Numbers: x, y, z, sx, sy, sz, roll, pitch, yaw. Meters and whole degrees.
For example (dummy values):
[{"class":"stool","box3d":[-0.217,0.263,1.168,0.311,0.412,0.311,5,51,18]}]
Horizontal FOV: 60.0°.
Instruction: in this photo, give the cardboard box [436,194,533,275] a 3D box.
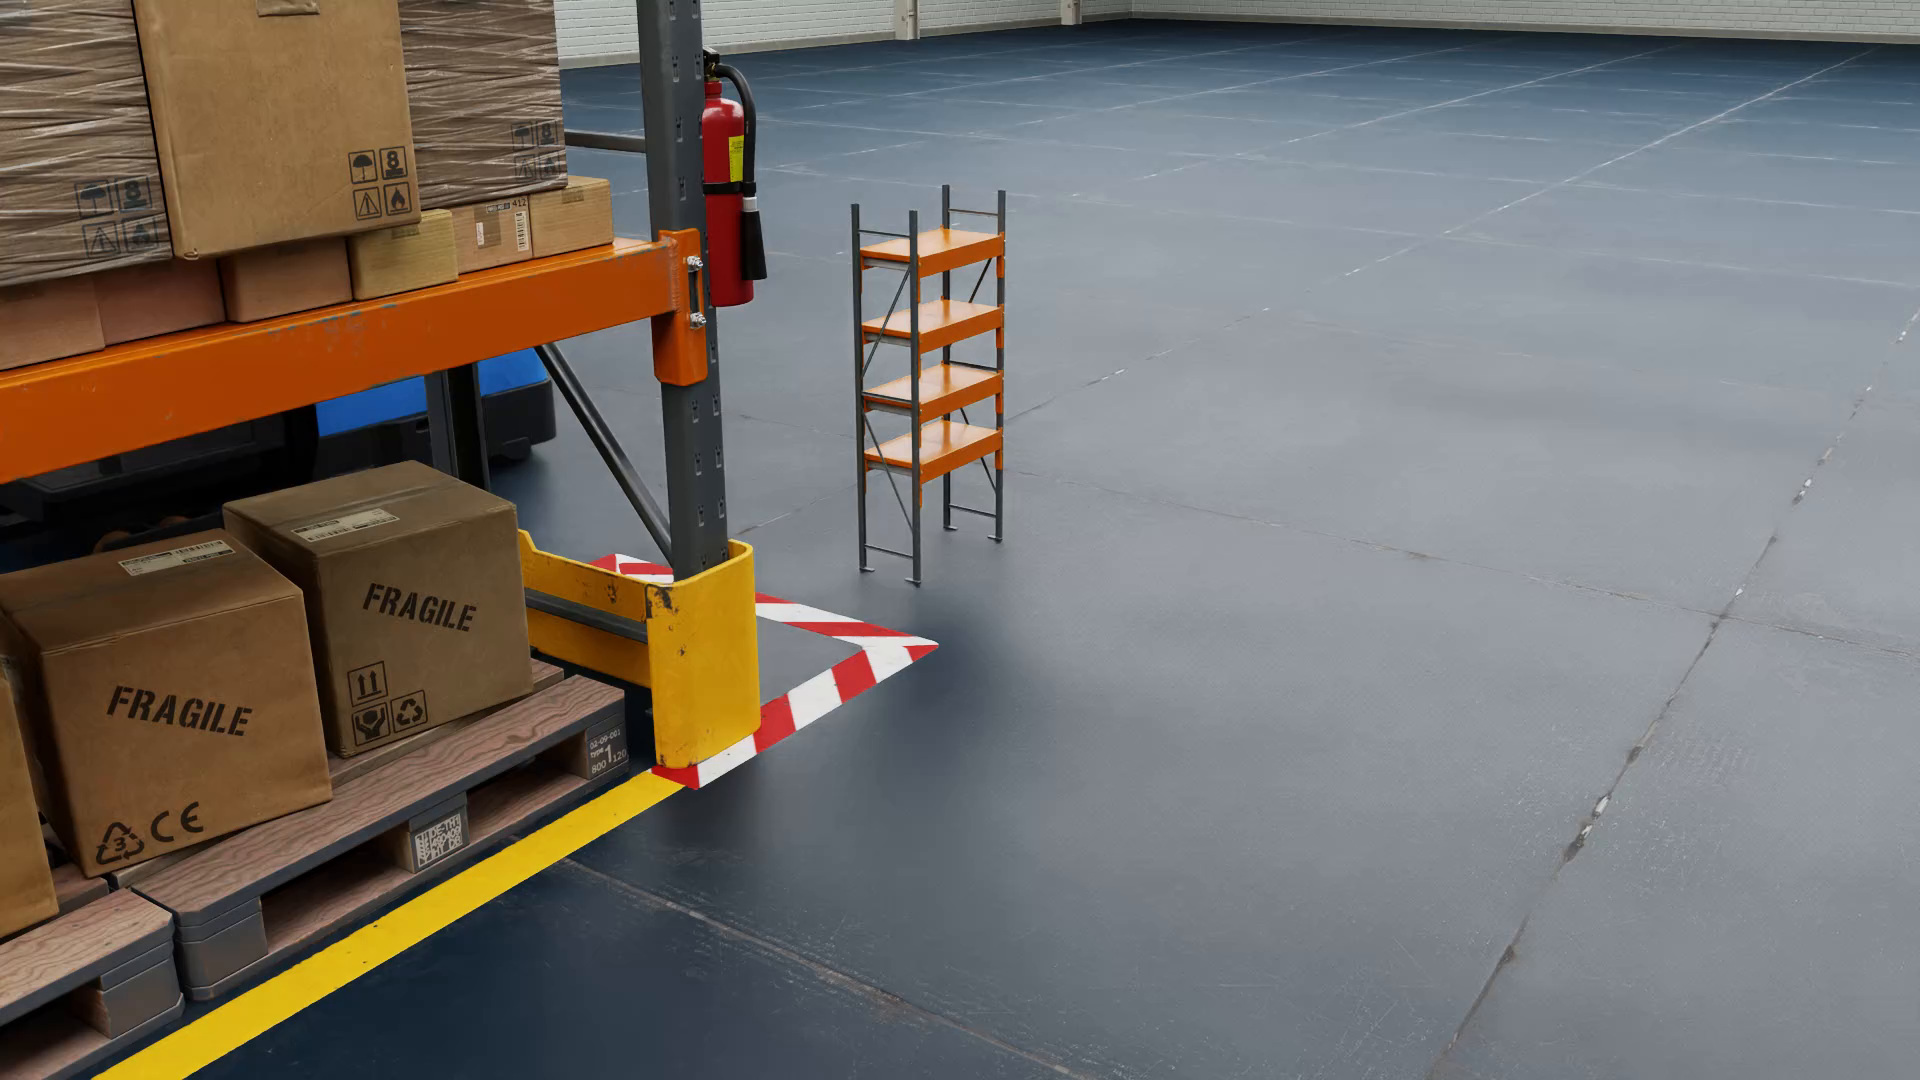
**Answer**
[{"class":"cardboard box","box3d":[-1.173,-0.693,3.678,0.380,0.149,0.250,13,24,32]}]

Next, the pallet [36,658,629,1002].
[{"class":"pallet","box3d":[-1.571,0.551,3.971,1.003,0.211,1.213,13,24,32]}]

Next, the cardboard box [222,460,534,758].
[{"class":"cardboard box","box3d":[-1.407,0.147,4.043,0.500,0.500,0.500,19,28,42]}]

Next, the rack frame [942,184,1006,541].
[{"class":"rack frame","box3d":[0.044,-0.585,5.618,0.240,1.200,0.015,13,24,32]}]

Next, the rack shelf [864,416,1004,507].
[{"class":"rack shelf","box3d":[-0.093,-0.266,5.521,0.258,0.148,0.480,13,24,32]}]

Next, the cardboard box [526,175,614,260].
[{"class":"cardboard box","box3d":[-1.032,-0.765,3.871,0.380,0.149,0.250,13,24,32]}]

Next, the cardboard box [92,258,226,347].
[{"class":"cardboard box","box3d":[-1.599,-0.479,3.099,0.380,0.149,0.250,13,24,32]}]

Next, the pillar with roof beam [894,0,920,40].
[{"class":"pillar with roof beam","box3d":[2.569,-12.741,27.237,9.100,9.000,0.400,13,24,32]}]

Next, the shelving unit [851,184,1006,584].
[{"class":"shelving unit","box3d":[-0.093,-0.515,5.428,0.258,1.200,0.503,13,24,32]}]

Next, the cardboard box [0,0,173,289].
[{"class":"cardboard box","box3d":[-1.873,-0.737,2.860,0.875,0.500,0.500,13,24,32]}]

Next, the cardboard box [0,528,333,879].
[{"class":"cardboard box","box3d":[-1.715,0.325,3.561,0.500,0.500,0.500,-17,26,-38]}]

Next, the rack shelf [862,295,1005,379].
[{"class":"rack shelf","box3d":[-0.093,-0.662,5.374,0.258,0.148,0.480,13,24,32]}]

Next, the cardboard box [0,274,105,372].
[{"class":"cardboard box","box3d":[-1.721,-0.403,2.893,0.380,0.149,0.250,13,24,32]}]

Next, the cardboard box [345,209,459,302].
[{"class":"cardboard box","box3d":[-1.271,-0.612,3.457,0.380,0.149,0.250,13,24,32]}]

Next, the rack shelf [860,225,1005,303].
[{"class":"rack shelf","box3d":[-0.093,-0.884,5.292,0.258,0.148,0.480,13,24,32]}]

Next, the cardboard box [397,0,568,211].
[{"class":"cardboard box","box3d":[-1.374,-1.039,3.676,0.875,0.500,0.500,13,24,32]}]

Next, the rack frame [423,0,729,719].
[{"class":"rack frame","box3d":[-1.042,-1.005,4.158,1.000,3.000,0.127,13,24,32]}]

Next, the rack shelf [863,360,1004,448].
[{"class":"rack shelf","box3d":[-0.093,-0.452,5.452,0.258,0.148,0.480,13,24,32]}]

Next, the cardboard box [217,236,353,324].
[{"class":"cardboard box","box3d":[-1.424,-0.543,3.271,0.380,0.149,0.250,13,24,32]}]

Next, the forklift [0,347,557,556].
[{"class":"forklift","box3d":[-2.931,-1.429,5.404,1.130,2.935,3.031,15,25,36]}]

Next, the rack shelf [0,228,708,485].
[{"class":"rack shelf","box3d":[-2.167,-0.094,2.731,1.077,0.370,4.000,13,24,32]}]

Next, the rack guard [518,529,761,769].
[{"class":"rack guard","box3d":[-1.085,0.189,4.532,1.175,0.500,0.348,13,24,32]}]

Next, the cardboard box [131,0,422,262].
[{"class":"cardboard box","box3d":[-1.556,-0.872,3.225,0.875,0.500,0.500,13,24,32]}]

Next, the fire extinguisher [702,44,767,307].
[{"class":"fire extinguisher","box3d":[-0.597,-0.911,4.017,0.296,0.674,0.183,13,24,32]}]

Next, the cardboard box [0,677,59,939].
[{"class":"cardboard box","box3d":[-2.083,0.501,3.085,0.500,0.500,0.500,16,26,37]}]

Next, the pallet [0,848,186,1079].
[{"class":"pallet","box3d":[-2.257,0.900,3.028,1.003,0.211,1.213,13,24,32]}]

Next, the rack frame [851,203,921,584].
[{"class":"rack frame","box3d":[-0.230,-0.445,5.239,0.240,1.200,0.015,13,24,32]}]

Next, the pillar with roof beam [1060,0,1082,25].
[{"class":"pillar with roof beam","box3d":[5.942,-14.462,31.891,9.100,9.000,0.400,13,24,32]}]
